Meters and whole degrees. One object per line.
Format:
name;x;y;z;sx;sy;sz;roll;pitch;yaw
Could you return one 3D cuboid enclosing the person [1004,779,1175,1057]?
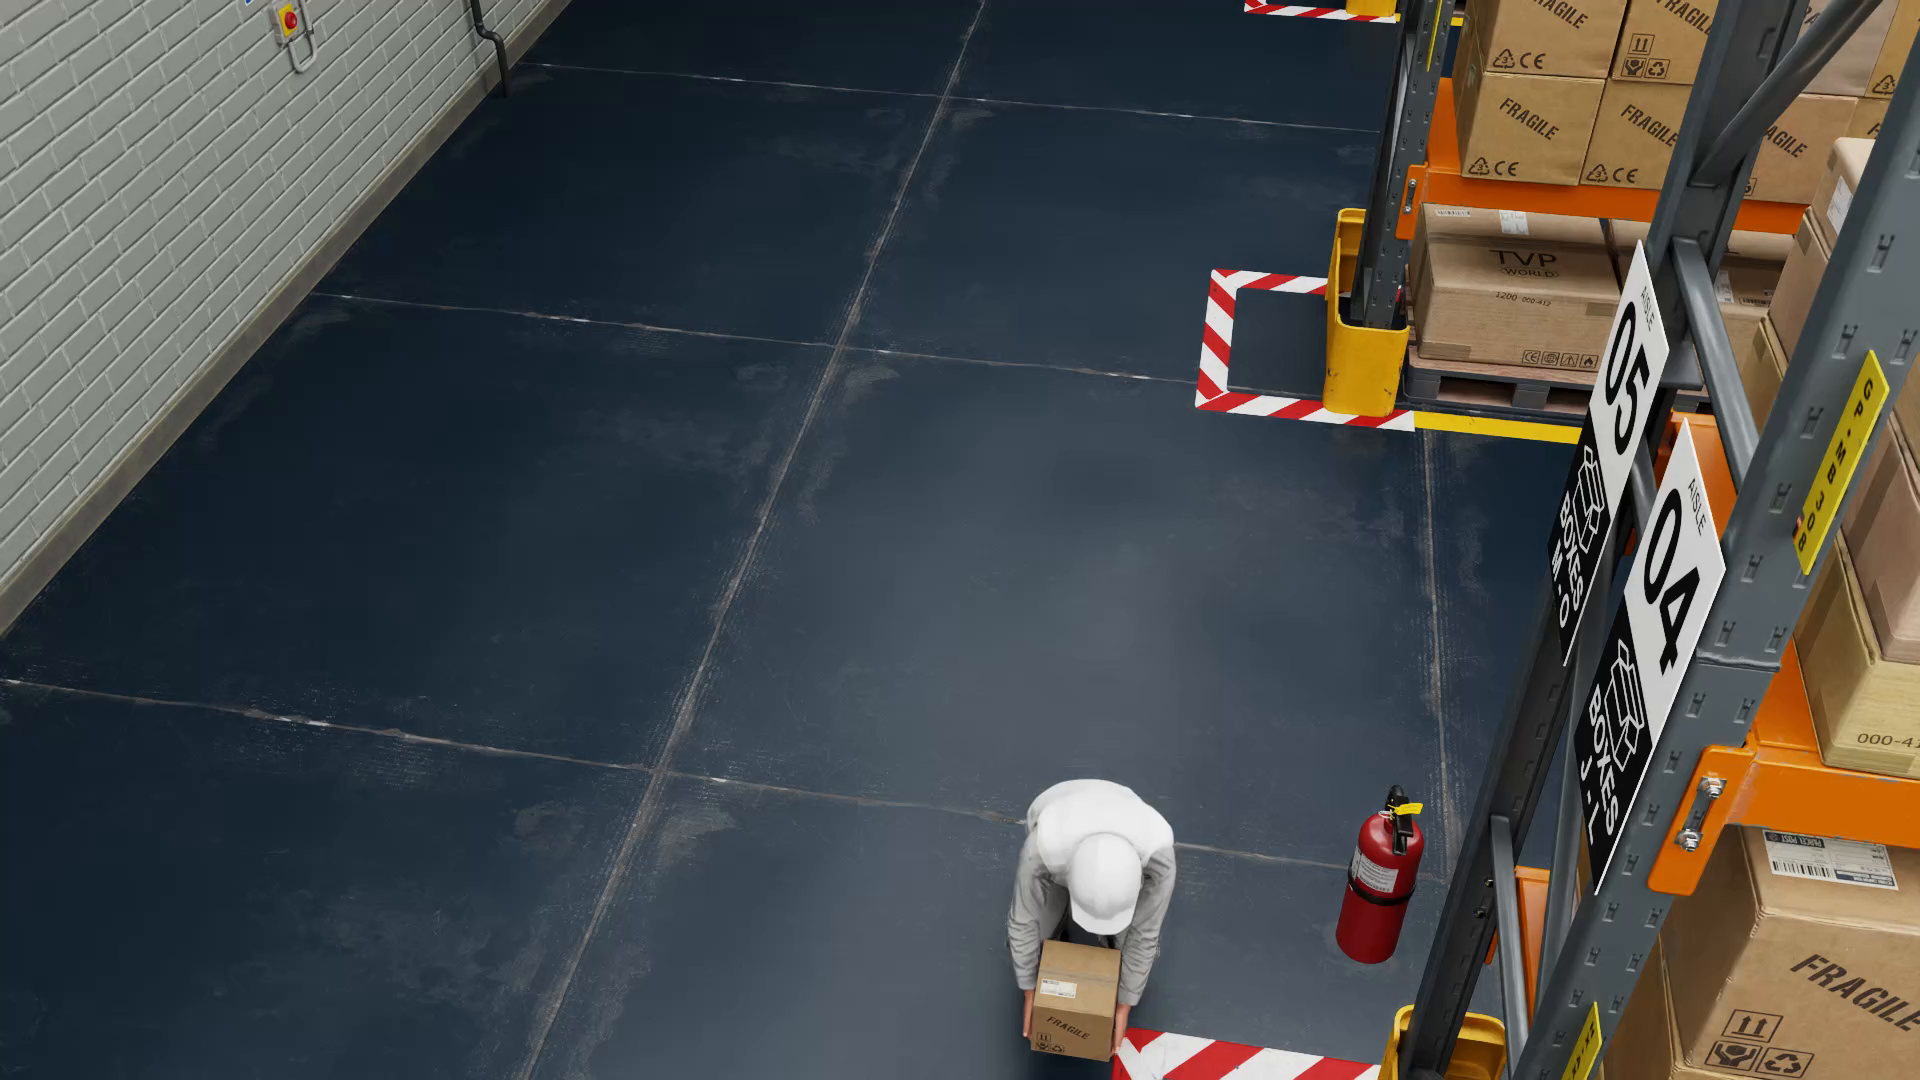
person;0.426;1.118;5.417;0.527;1.012;0.854;6;41;7
